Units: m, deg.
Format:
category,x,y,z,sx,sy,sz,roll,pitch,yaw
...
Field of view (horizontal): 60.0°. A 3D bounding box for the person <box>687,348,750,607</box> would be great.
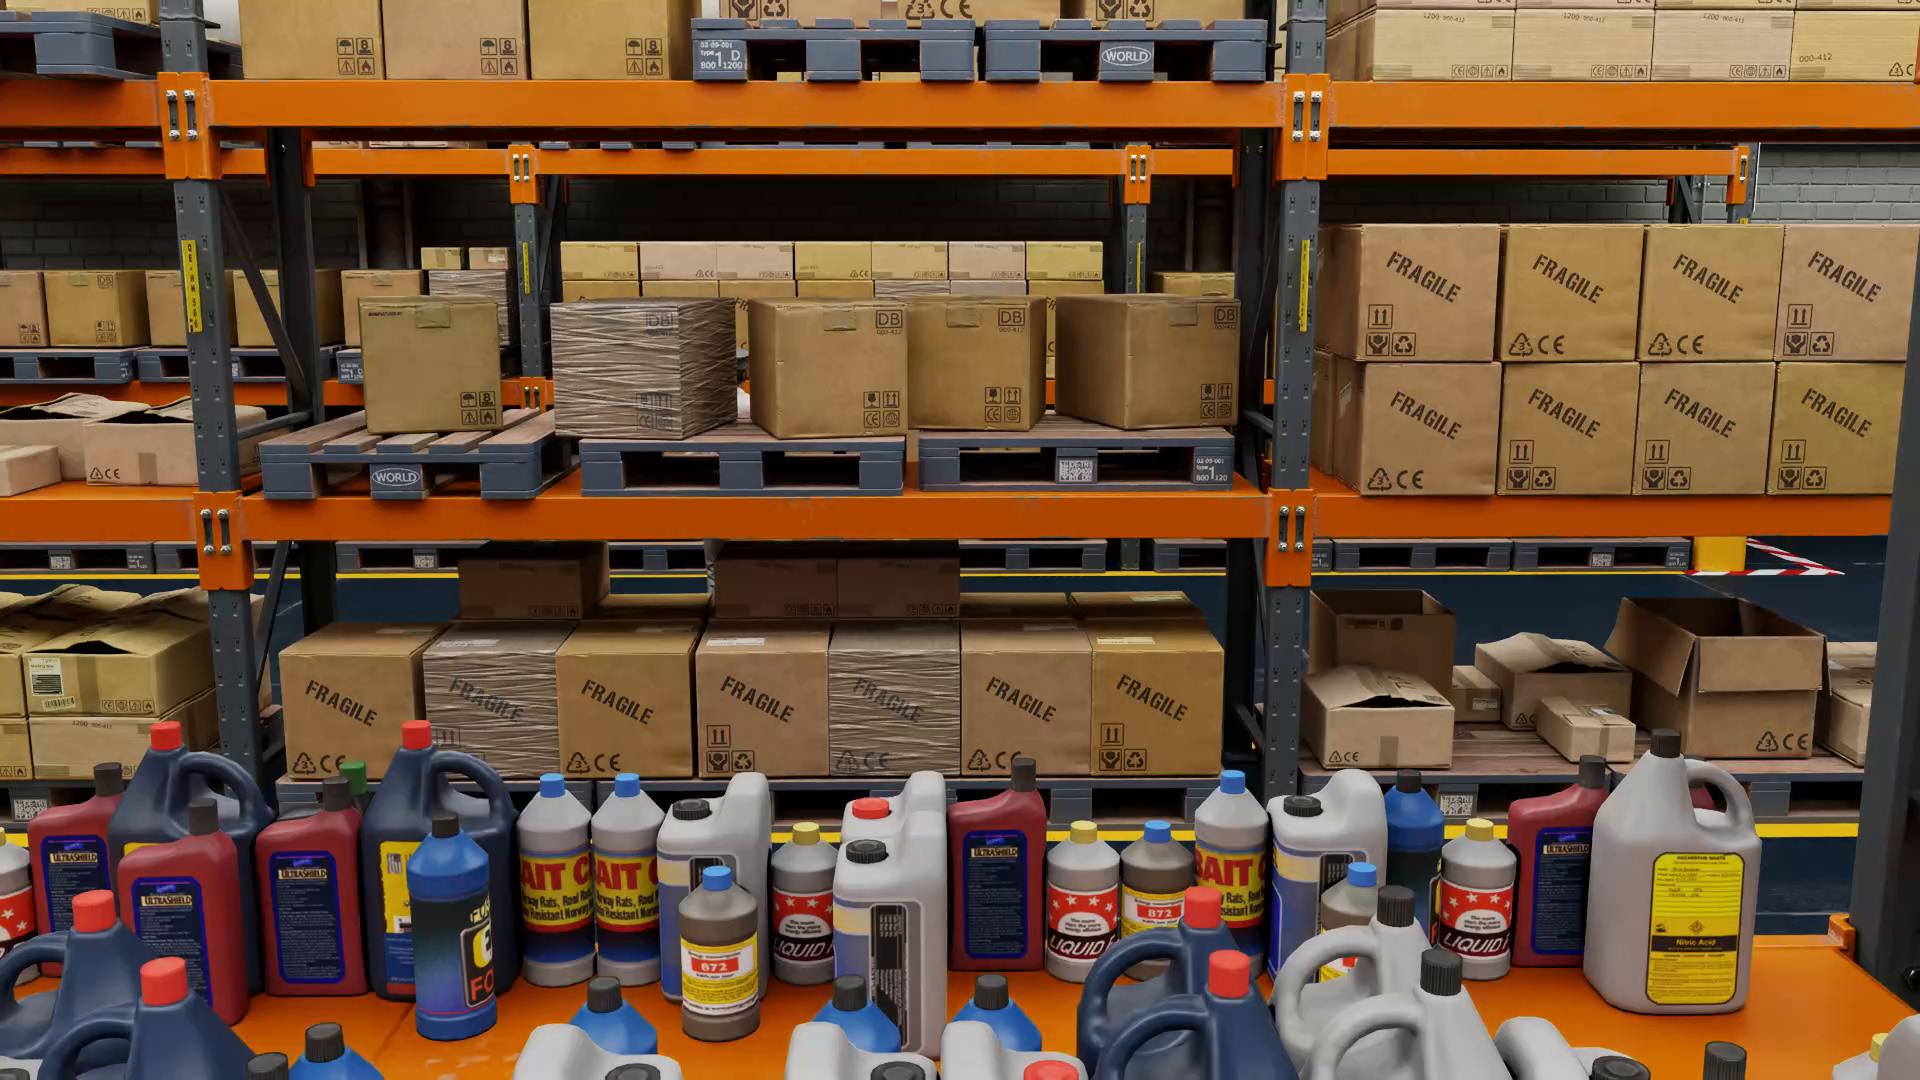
category,x,y,z,sx,sy,sz,roll,pitch,yaw
person,-1.206,-0.190,8.936,0.529,1.664,0.371,0,10,-1
